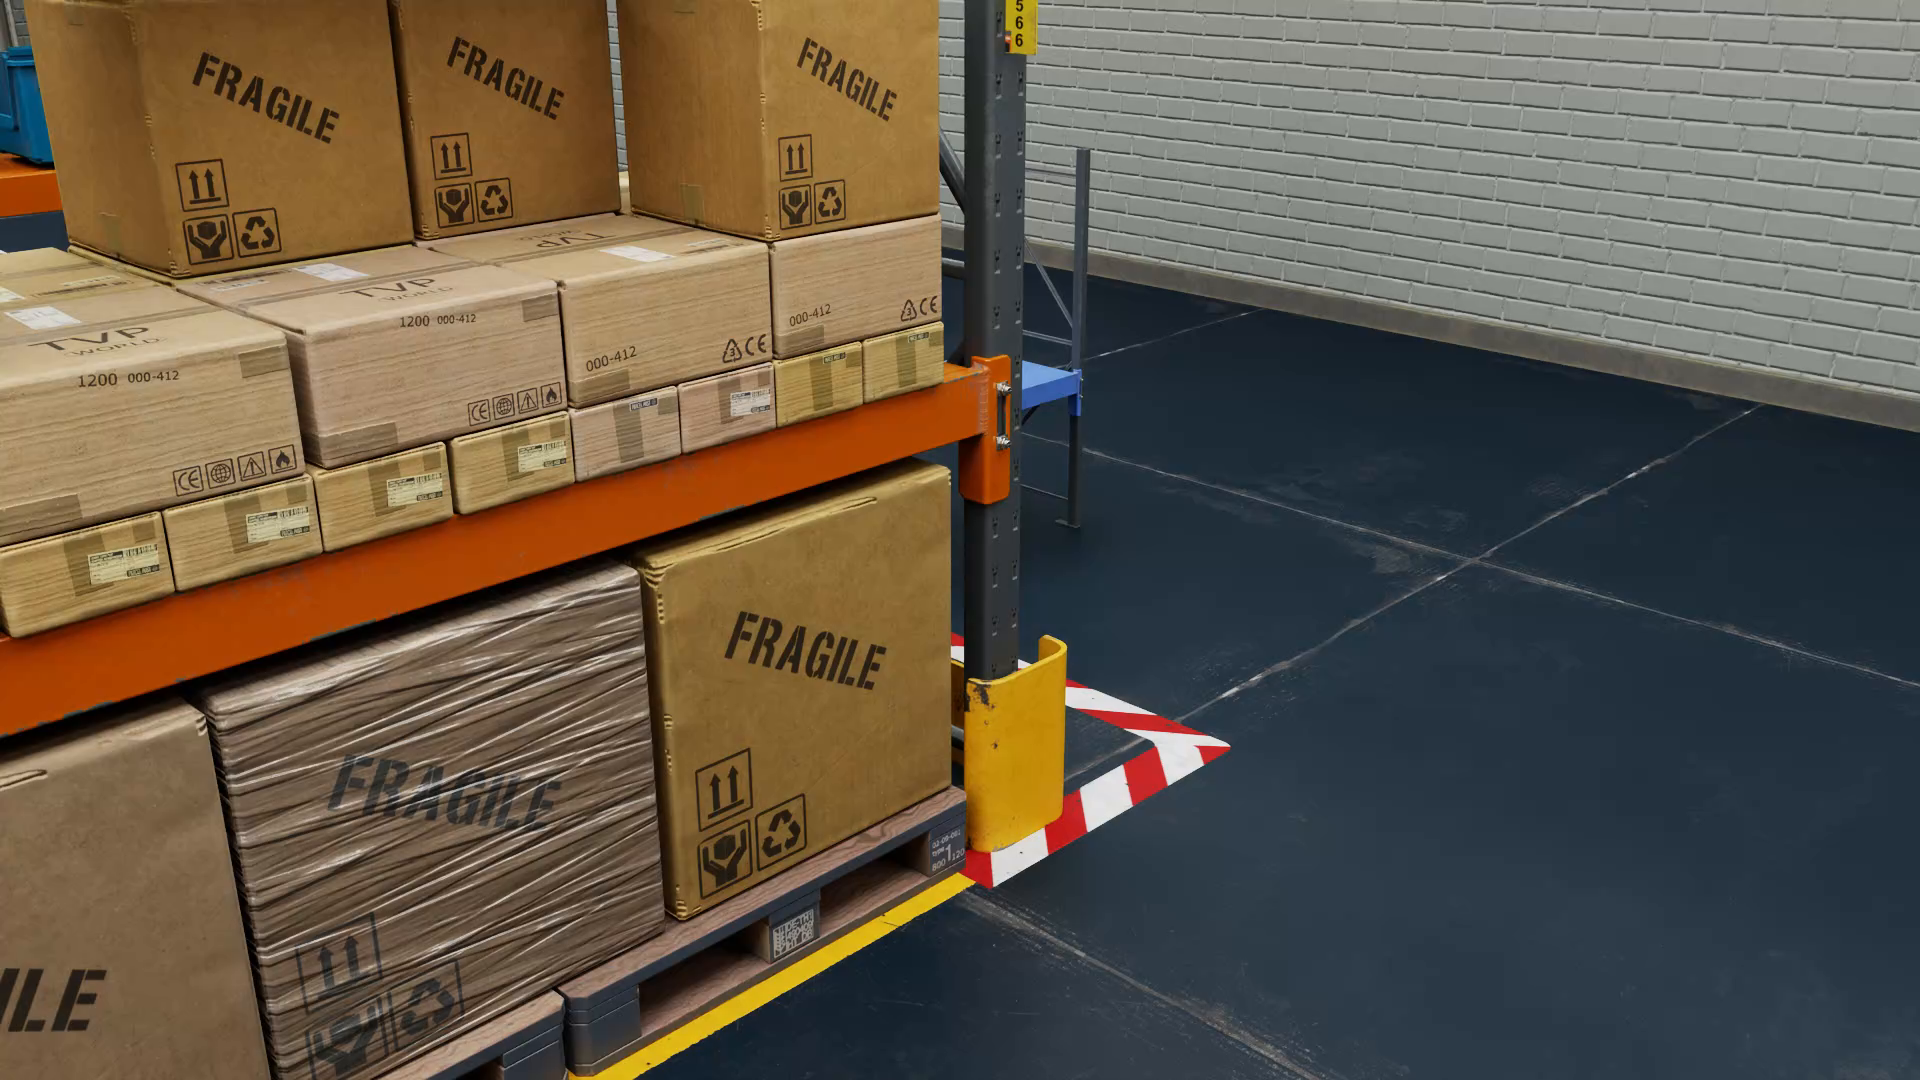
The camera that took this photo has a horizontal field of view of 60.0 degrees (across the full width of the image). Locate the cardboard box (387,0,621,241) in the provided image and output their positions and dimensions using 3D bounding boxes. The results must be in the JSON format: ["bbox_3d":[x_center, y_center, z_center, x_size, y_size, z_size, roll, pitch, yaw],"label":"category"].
[{"bbox_3d":[-1.120,-0.979,3.689,0.500,0.500,0.500,18,28,39],"label":"cardboard box"}]

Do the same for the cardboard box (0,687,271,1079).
[{"bbox_3d":[-1.888,0.699,2.952,0.875,0.875,0.875,19,28,41],"label":"cardboard box"}]

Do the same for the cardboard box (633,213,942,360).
[{"bbox_3d":[-0.391,-0.622,3.806,0.500,0.250,0.500,19,28,40],"label":"cardboard box"}]

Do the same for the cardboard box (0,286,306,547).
[{"bbox_3d":[-1.461,-0.226,2.776,0.500,0.250,0.500,19,28,41],"label":"cardboard box"}]

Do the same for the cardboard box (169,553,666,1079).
[{"bbox_3d":[-1.267,0.470,3.547,0.875,0.875,0.875,19,28,41],"label":"cardboard box"}]

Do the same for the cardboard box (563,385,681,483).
[{"bbox_3d":[-0.787,-0.257,3.413,0.250,0.149,0.380,-20,28,-41],"label":"cardboard box"}]

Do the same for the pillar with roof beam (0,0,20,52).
[{"bbox_3d":[-6.542,-7.097,12.495,9.100,9.000,0.400,19,28,41],"label":"pillar with roof beam"}]

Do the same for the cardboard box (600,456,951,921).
[{"bbox_3d":[-0.632,0.236,4.155,0.875,0.875,0.875,19,28,41],"label":"cardboard box"}]

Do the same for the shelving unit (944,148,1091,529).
[{"bbox_3d":[-0.059,-0.678,6.248,0.538,1.500,1.048,19,28,41],"label":"shelving unit"}]

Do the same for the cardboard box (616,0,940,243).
[{"bbox_3d":[-0.395,-0.972,3.672,0.500,0.500,0.500,20,29,41],"label":"cardboard box"}]

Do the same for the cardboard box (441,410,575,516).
[{"bbox_3d":[-0.967,-0.190,3.238,0.380,0.149,0.250,18,28,39],"label":"cardboard box"}]

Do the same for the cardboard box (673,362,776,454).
[{"bbox_3d":[-0.613,-0.321,3.579,0.380,0.149,0.250,19,28,41],"label":"cardboard box"}]

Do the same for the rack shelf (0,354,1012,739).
[{"bbox_3d":[-1.638,0.106,3.121,1.077,0.370,4.000,19,28,41],"label":"rack shelf"}]

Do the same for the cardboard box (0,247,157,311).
[{"bbox_3d":[-1.843,-0.358,3.120,0.500,0.250,0.500,19,28,40],"label":"cardboard box"}]

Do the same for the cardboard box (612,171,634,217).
[{"bbox_3d":[-0.772,-0.757,4.158,0.500,0.250,0.500,18,28,39],"label":"cardboard box"}]

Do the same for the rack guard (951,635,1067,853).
[{"bbox_3d":[-0.227,0.417,4.794,1.175,0.500,0.348,19,28,41],"label":"rack guard"}]

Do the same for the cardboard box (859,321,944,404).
[{"bbox_3d":[-0.256,-0.453,3.922,0.250,0.149,0.380,-20,28,-41],"label":"cardboard box"}]

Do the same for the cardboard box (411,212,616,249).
[{"bbox_3d":[-1.129,-0.622,3.806,0.500,0.250,0.500,19,28,40],"label":"cardboard box"}]

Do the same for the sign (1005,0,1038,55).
[{"bbox_3d":[0.136,-1.256,3.717,0.100,0.325,0.005,19,28,41],"label":"sign"}]

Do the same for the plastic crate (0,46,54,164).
[{"bbox_3d":[-3.892,-1.895,7.192,0.616,0.435,0.499,19,28,41],"label":"plastic crate"}]

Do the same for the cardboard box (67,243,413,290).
[{"bbox_3d":[-1.483,-0.494,3.472,0.500,0.250,0.500,18,27,39],"label":"cardboard box"}]

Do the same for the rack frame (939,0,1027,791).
[{"bbox_3d":[-0.243,-0.744,4.330,1.000,3.000,0.127,19,28,41],"label":"rack frame"}]

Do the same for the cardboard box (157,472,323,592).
[{"bbox_3d":[-1.322,-0.060,2.900,0.250,0.149,0.380,-19,28,-41],"label":"cardboard box"}]

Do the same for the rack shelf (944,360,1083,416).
[{"bbox_3d":[-0.059,-0.510,6.313,0.538,0.185,1.000,19,28,41],"label":"rack shelf"}]

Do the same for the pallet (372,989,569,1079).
[{"bbox_3d":[-1.596,1.095,3.432,1.003,0.211,1.213,19,28,41],"label":"pallet"}]

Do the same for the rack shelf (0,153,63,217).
[{"bbox_3d":[-5.187,-1.134,6.346,1.077,0.370,4.000,19,28,41],"label":"rack shelf"}]

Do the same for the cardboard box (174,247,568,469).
[{"bbox_3d":[-1.100,-0.361,3.127,0.500,0.250,0.500,18,27,39],"label":"cardboard box"}]

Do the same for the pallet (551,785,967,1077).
[{"bbox_3d":[-0.745,0.783,4.244,1.003,0.211,1.213,19,28,41],"label":"pallet"}]

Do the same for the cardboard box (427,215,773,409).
[{"bbox_3d":[-0.746,-0.492,3.467,0.500,0.250,0.500,19,28,40],"label":"cardboard box"}]

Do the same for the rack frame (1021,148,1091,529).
[{"bbox_3d":[0.295,-0.809,6.588,0.500,1.500,0.032,19,28,41],"label":"rack frame"}]

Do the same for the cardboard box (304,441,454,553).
[{"bbox_3d":[-1.148,-0.123,3.064,0.380,0.149,0.250,19,28,41],"label":"cardboard box"}]

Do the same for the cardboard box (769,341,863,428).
[{"bbox_3d":[-0.436,-0.386,3.747,0.380,0.149,0.250,20,28,41],"label":"cardboard box"}]

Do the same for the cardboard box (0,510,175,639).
[{"bbox_3d":[-1.503,0.007,2.724,0.380,0.149,0.250,18,28,39],"label":"cardboard box"}]

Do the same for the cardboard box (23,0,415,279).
[{"bbox_3d":[-1.477,-0.844,3.339,0.500,0.500,0.500,18,28,39],"label":"cardboard box"}]
